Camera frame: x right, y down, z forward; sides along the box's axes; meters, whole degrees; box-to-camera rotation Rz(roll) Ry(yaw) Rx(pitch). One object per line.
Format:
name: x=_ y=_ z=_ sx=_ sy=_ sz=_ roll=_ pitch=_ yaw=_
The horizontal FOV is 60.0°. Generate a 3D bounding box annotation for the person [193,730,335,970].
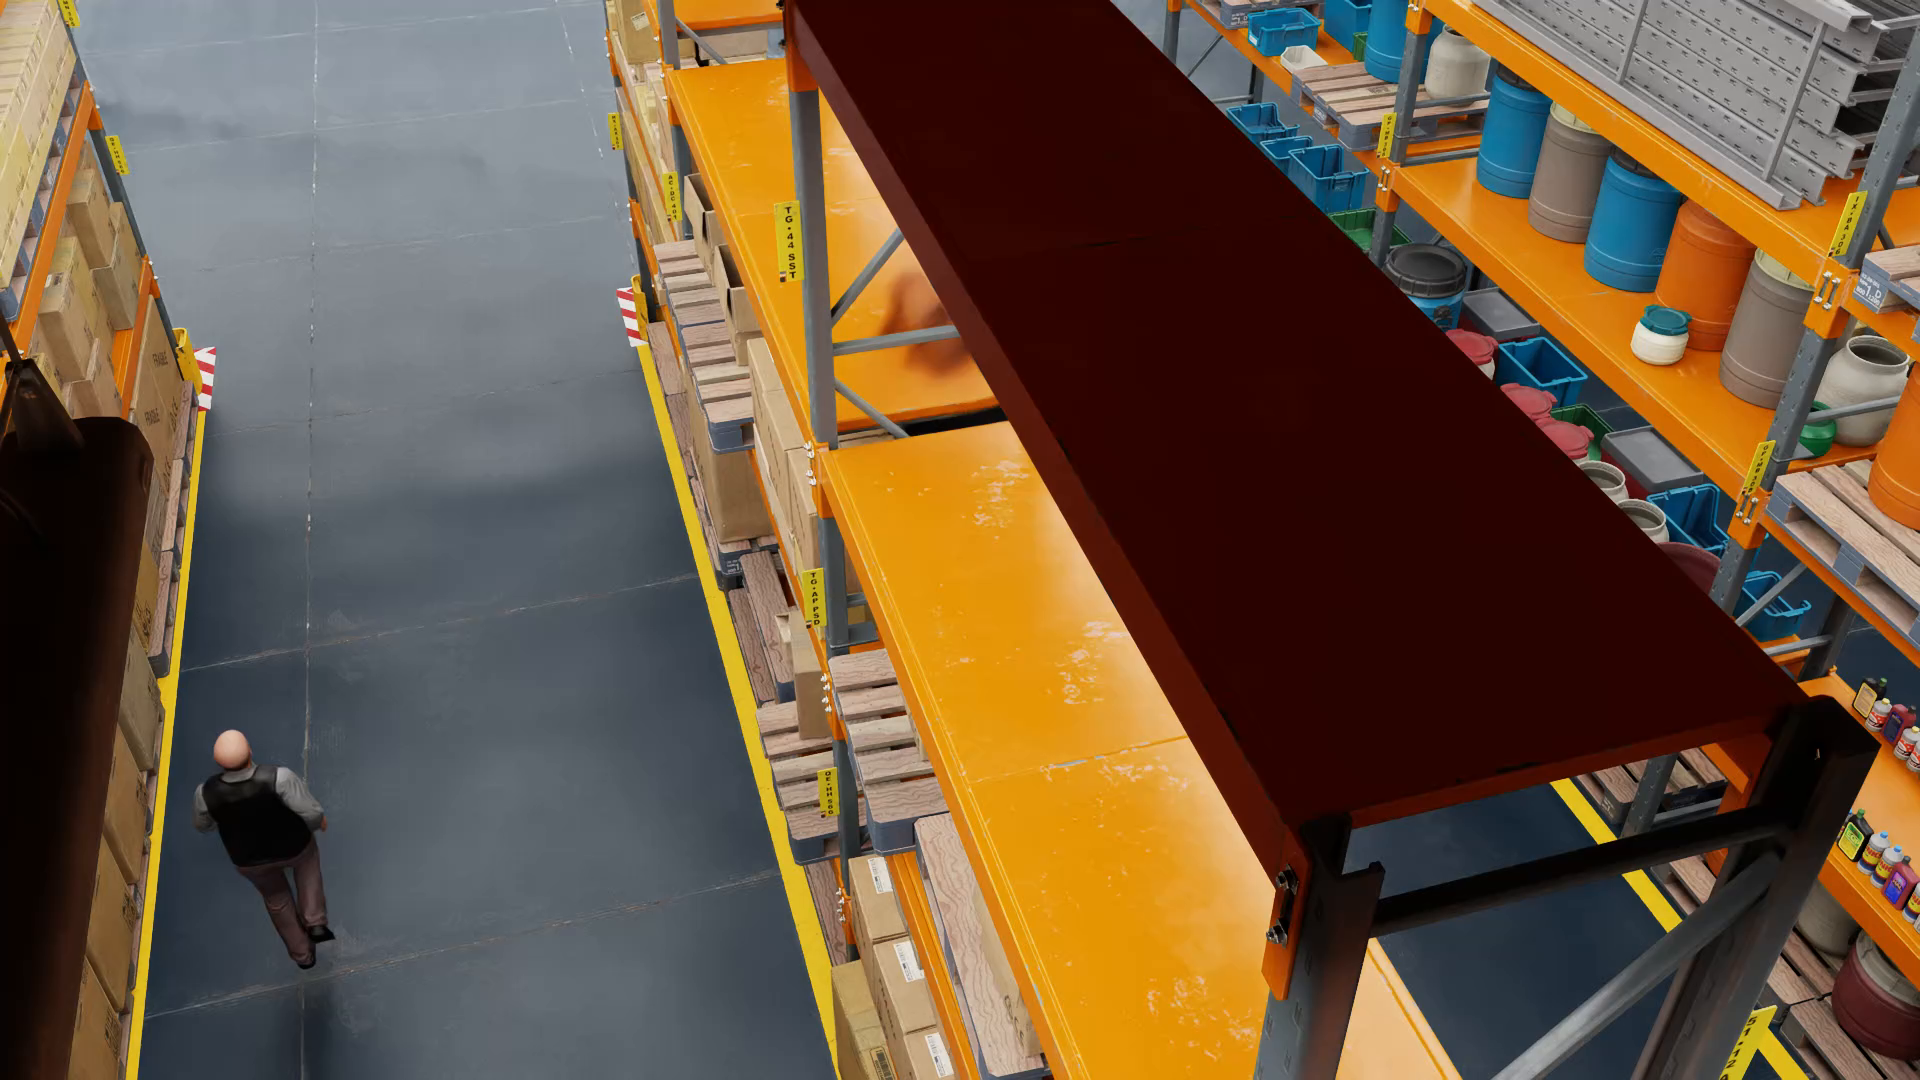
person: x=-3.710 y=1.600 z=8.983 sx=0.658 sy=1.689 sz=0.572 roll=-12 pitch=40 yaw=-14
